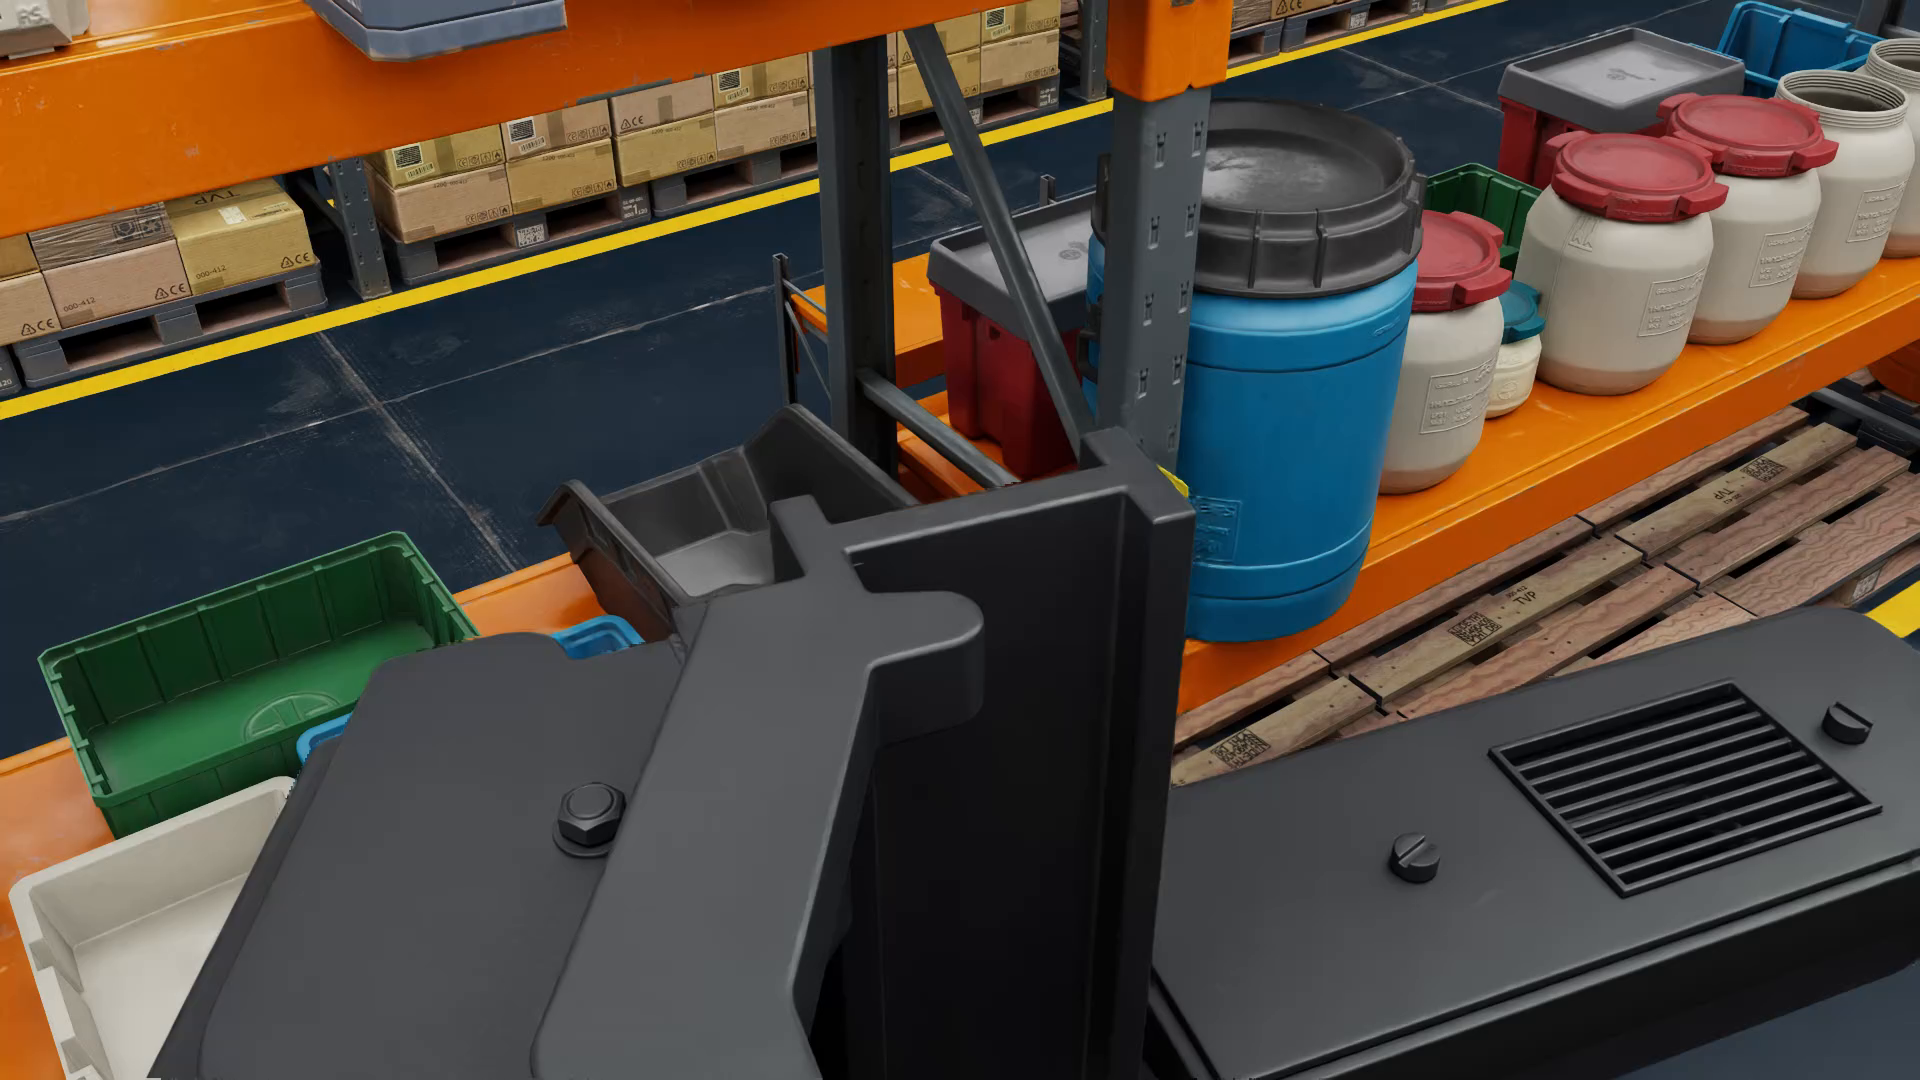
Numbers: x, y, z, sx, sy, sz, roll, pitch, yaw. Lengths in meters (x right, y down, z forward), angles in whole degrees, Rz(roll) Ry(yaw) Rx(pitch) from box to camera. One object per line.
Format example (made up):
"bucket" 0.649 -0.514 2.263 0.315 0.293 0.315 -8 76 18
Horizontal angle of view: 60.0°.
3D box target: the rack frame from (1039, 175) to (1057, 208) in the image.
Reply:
"rack frame" 0.421 -0.630 5.662 0.032 1.125 0.500 -22 41 -28

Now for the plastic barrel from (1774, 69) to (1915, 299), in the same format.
"plastic barrel" 2.253 -0.937 4.389 0.421 0.512 0.421 0 36 0

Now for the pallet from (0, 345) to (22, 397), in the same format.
"pallet" -4.477 -0.709 6.555 1.213 0.211 1.003 -22 41 -28

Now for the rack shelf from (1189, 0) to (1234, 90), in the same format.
"rack shelf" 1.680 -1.735 3.640 4.000 0.370 1.077 -22 41 -28

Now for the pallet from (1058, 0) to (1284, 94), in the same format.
"pallet" 1.097 -2.948 9.668 1.213 0.211 1.003 -22 41 -28

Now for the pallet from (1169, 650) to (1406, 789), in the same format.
"pallet" 0.665 0.713 4.578 1.213 0.211 1.003 -22 41 -28

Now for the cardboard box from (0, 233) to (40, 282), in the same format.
"cardboard box" -3.880 -1.267 6.296 0.500 0.500 0.500 -22 41 -28

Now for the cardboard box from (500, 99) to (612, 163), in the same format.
"cardboard box" -1.911 -1.969 7.434 0.500 0.311 0.500 -23 42 -28

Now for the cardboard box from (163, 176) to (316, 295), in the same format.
"cardboard box" -3.058 -1.296 6.978 0.500 0.250 0.500 -22 41 -28

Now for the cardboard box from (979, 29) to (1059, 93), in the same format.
"cardboard box" 0.175 -2.608 8.802 0.500 0.250 0.500 -21 41 -27

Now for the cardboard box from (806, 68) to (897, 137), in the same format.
"cardboard box" -0.657 -2.265 8.326 0.500 0.250 0.500 -21 41 -27

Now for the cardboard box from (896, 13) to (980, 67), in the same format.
"cardboard box" -0.243 -2.657 8.391 0.500 0.311 0.500 -23 42 -29

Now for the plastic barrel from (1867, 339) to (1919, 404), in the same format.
"plastic barrel" 3.705 -0.944 5.992 0.708 0.830 0.600 -22 41 -28

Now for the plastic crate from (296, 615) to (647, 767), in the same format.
"plastic crate" -0.703 0.426 2.716 0.616 0.251 0.499 -22 41 -28

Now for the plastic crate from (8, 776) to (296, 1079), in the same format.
"plastic crate" -1.136 0.638 2.520 0.437 0.136 0.530 -22 41 -28

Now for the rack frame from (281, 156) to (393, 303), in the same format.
"rack frame" -2.805 -2.502 6.659 0.127 3.000 1.000 -22 41 -28

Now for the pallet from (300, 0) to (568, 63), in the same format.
"pallet" -0.488 -0.988 2.147 1.003 0.211 1.213 -22 41 -28

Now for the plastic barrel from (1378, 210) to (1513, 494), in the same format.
"plastic barrel" 0.954 -0.409 3.633 0.433 0.535 0.433 0 36 0

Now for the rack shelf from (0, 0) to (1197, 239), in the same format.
"rack shelf" -1.589 -0.389 1.769 4.000 0.370 1.077 -22 41 -28

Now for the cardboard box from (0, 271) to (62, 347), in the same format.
"cardboard box" -3.873 -0.957 6.507 0.500 0.250 0.500 -22 41 -28

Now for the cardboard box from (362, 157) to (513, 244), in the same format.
"cardboard box" -2.333 -1.573 7.364 0.500 0.250 0.500 -23 42 -29

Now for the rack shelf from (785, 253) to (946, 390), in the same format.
"rack shelf" 0.006 -0.697 5.254 1.000 0.278 0.538 -22 41 -28

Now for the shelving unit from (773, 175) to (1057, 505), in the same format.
"shelving unit" 0.006 -0.459 5.425 1.048 1.125 0.538 -22 41 -28

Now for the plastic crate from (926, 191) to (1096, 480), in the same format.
"plastic crate" 0.265 -0.471 3.781 0.583 0.464 0.402 -22 41 -28

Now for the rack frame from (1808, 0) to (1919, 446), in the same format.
"rack frame" 3.315 -1.482 5.241 0.127 3.000 1.000 -22 41 -28

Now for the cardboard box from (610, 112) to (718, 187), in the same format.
"cardboard box" -1.492 -1.920 7.846 0.500 0.250 0.500 -24 42 -29

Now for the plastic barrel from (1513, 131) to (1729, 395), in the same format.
"plastic barrel" 1.554 -0.655 3.976 0.433 0.535 0.433 0 36 0

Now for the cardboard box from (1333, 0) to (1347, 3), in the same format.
"cardboard box" 2.263 -3.551 9.882 0.500 0.500 0.500 -24 42 -29

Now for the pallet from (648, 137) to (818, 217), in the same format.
"pallet" -1.227 -2.049 8.418 1.213 0.211 1.003 -22 41 -28

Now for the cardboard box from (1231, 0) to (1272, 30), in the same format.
"cardboard box" 1.426 -3.206 9.403 0.500 0.500 0.500 -24 42 -29

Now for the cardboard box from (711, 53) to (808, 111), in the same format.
"cardboard box" -1.068 -2.321 7.923 0.500 0.311 0.500 -21 41 -27

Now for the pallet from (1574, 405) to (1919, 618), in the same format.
"pallet" 2.659 -0.108 5.719 1.213 0.211 1.003 -22 41 -28

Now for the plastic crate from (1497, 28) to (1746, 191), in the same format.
"plastic crate" 1.818 -1.110 4.670 0.583 0.464 0.402 -22 41 -28

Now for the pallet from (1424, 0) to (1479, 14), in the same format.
"pallet" 3.091 -3.769 10.809 1.213 0.211 1.003 -22 41 -28
